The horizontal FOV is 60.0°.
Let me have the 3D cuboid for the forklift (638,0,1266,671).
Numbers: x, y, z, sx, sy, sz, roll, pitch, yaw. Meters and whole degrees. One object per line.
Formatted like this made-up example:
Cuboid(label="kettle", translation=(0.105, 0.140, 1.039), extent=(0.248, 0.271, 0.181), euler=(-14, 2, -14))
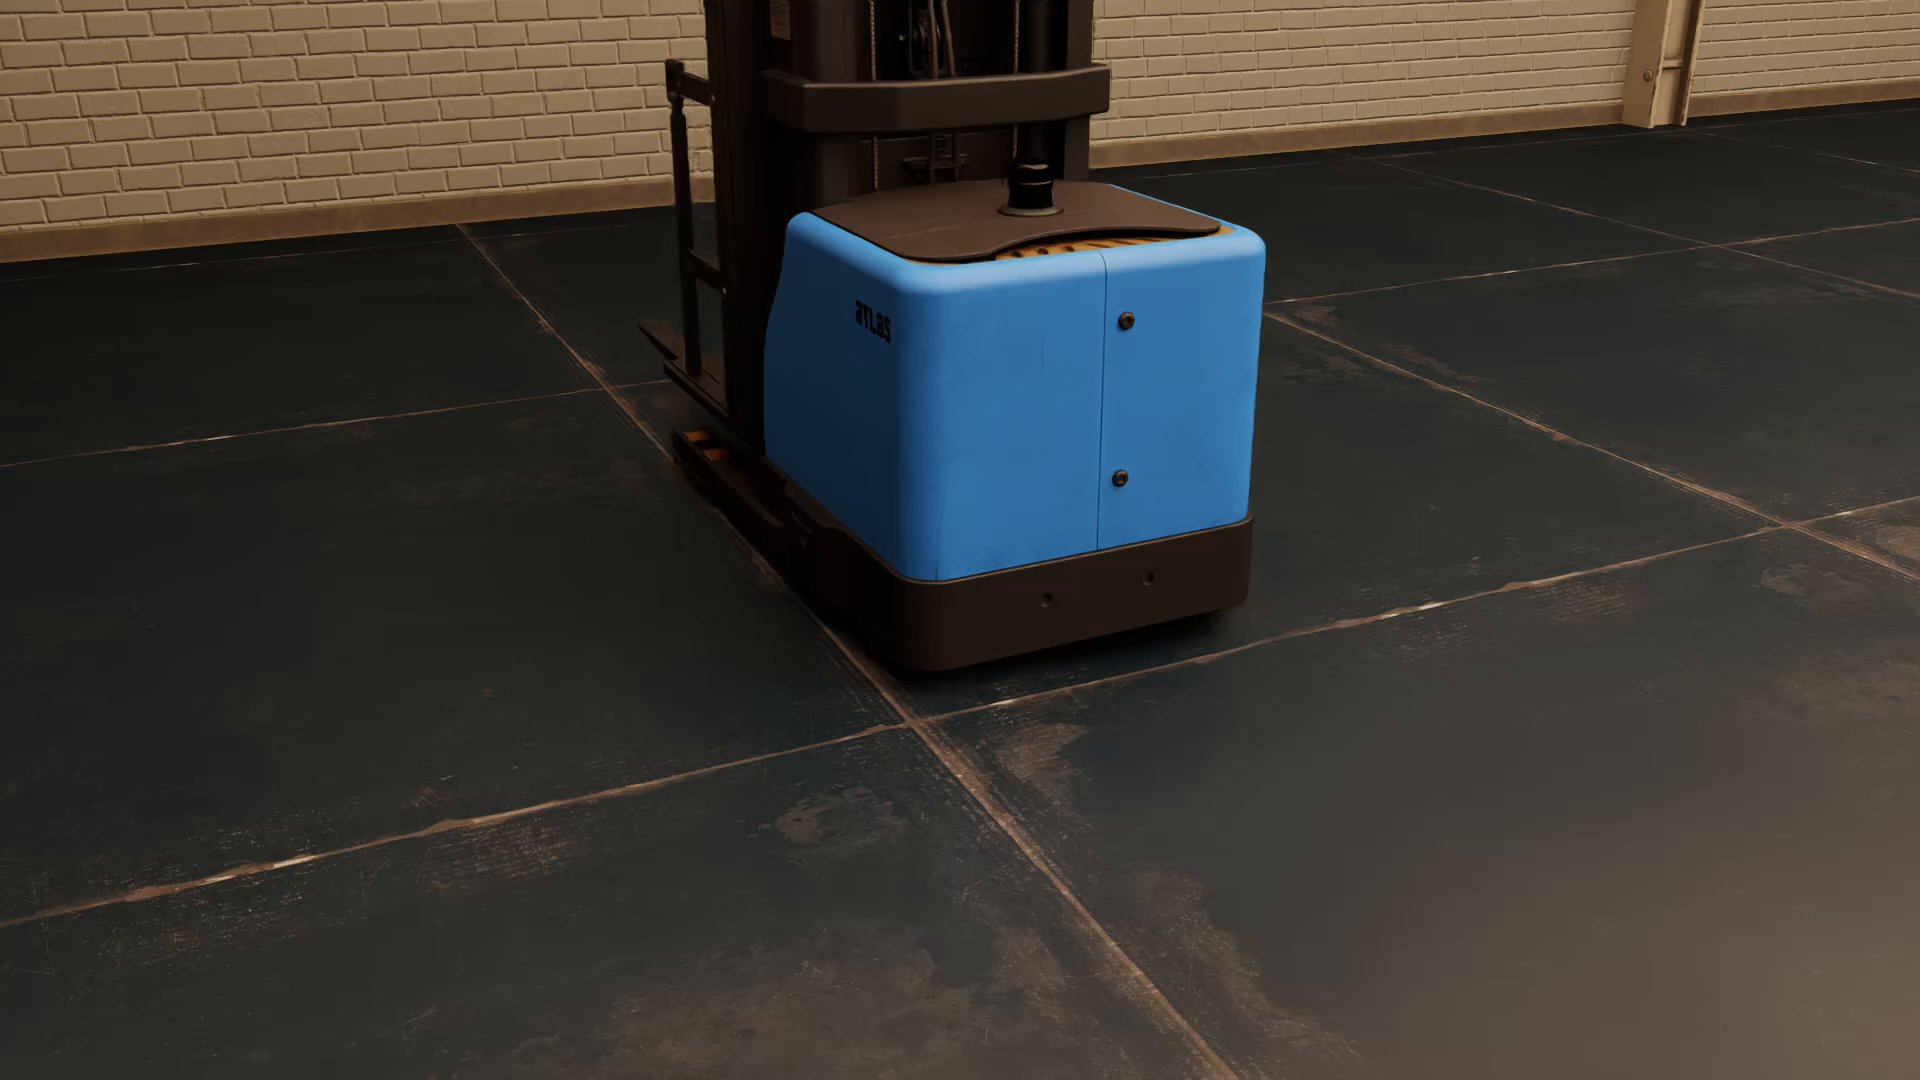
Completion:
Cuboid(label="forklift", translation=(-0.314, -1.556, 5.031), extent=(1.130, 2.935, 3.031), euler=(-11, 25, -24))
